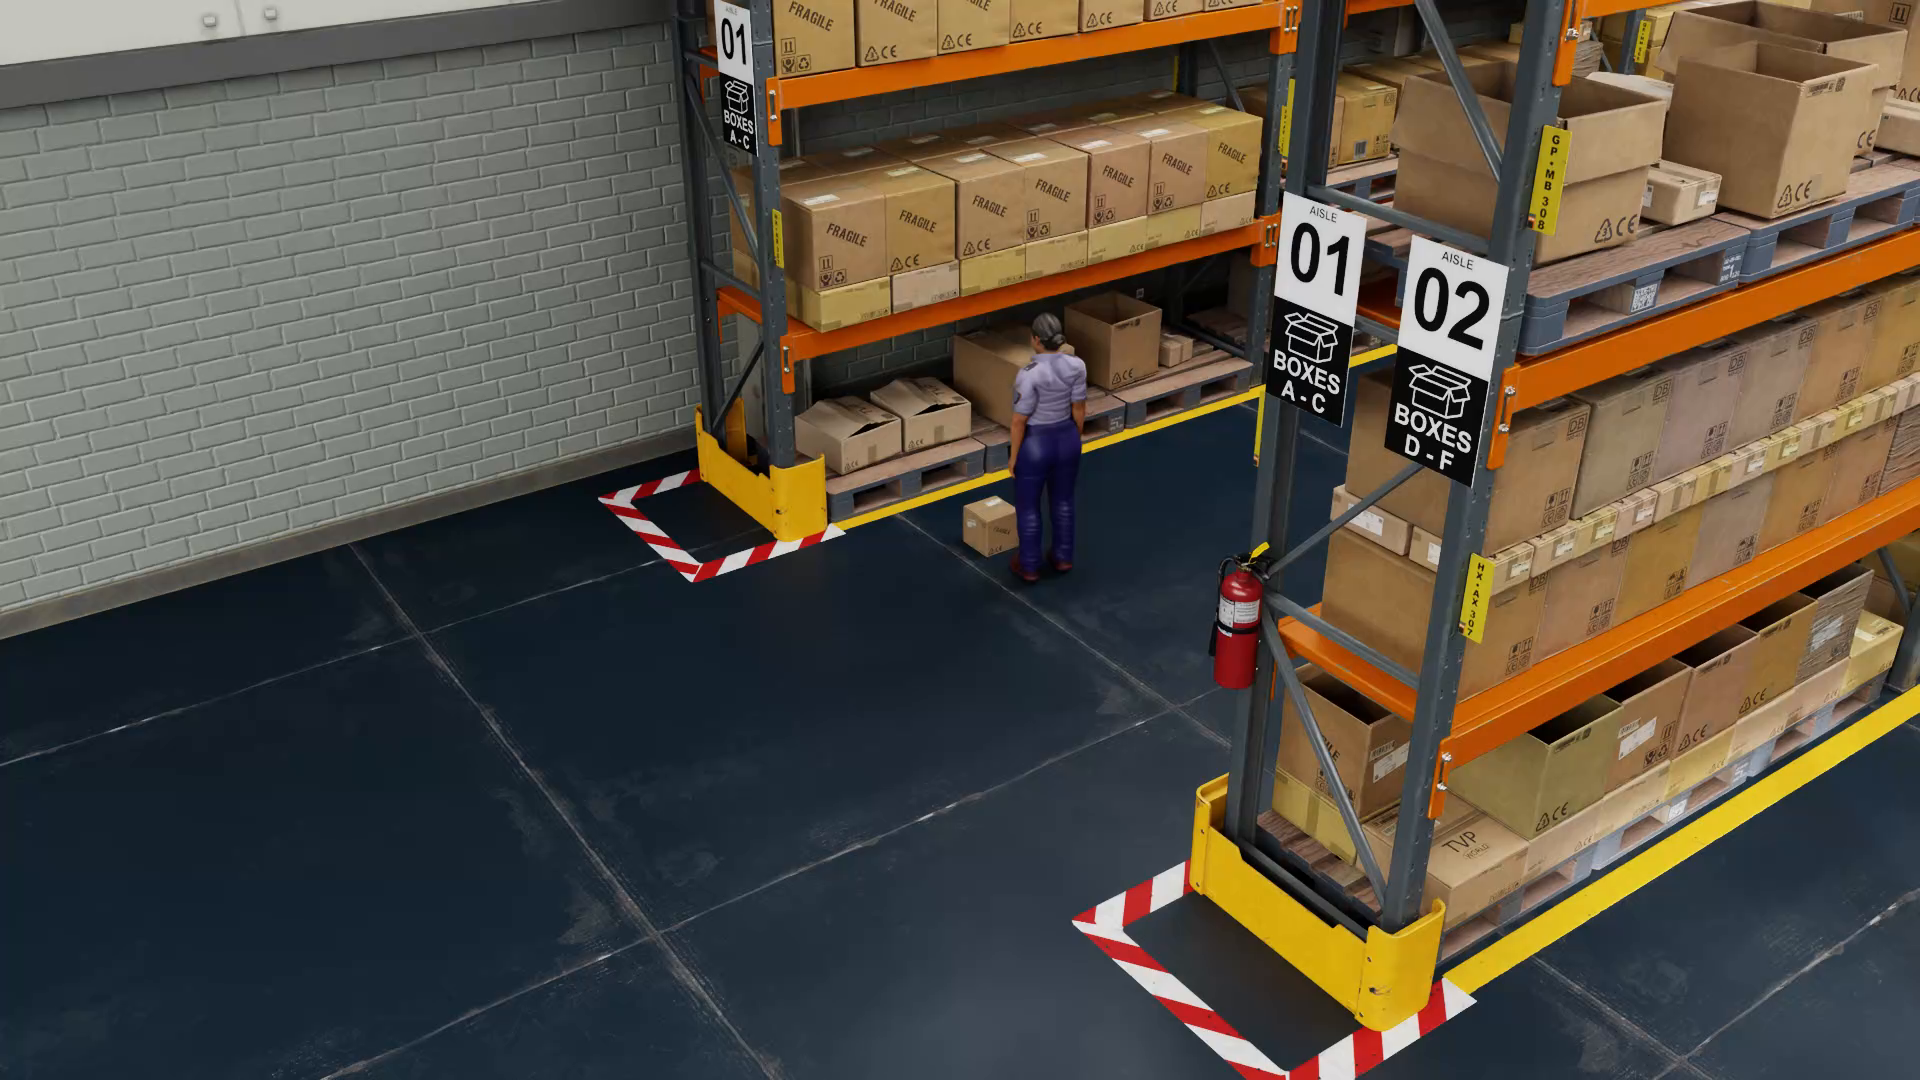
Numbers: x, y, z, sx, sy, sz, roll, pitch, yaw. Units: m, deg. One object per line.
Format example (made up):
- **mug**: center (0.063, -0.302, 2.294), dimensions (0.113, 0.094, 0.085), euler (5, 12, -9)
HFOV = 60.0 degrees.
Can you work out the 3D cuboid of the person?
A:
- **person**: center (0.470, -0.525, 9.579), dimensions (0.490, 1.671, 0.390), euler (-14, 32, -24)
